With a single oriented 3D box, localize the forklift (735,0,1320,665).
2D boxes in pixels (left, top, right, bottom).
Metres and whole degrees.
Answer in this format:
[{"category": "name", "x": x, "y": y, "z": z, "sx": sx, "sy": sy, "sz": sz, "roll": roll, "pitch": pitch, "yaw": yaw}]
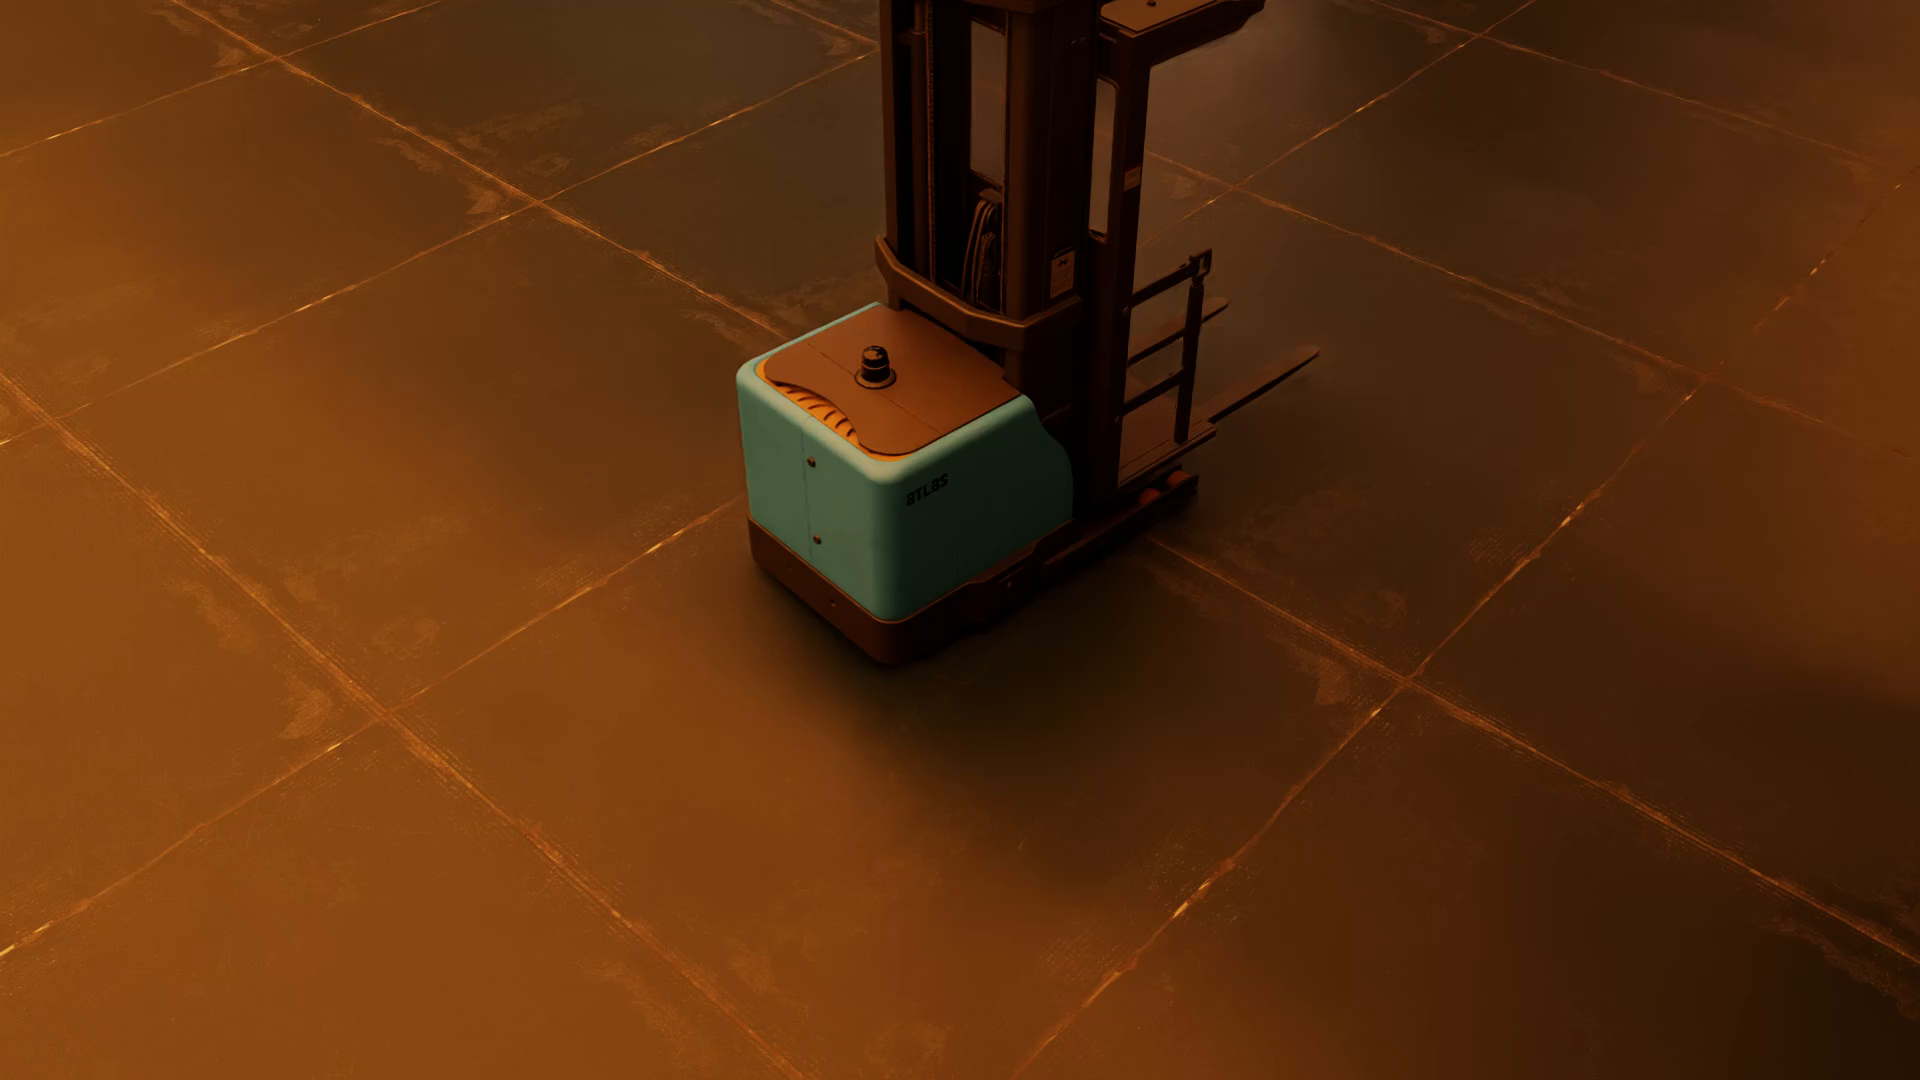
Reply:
[{"category": "forklift", "x": 0.488, "y": -1.419, "z": 7.082, "sx": 3.031, "sy": 2.935, "sz": 1.130, "roll": -30, "pitch": 49, "yaw": -30}]
